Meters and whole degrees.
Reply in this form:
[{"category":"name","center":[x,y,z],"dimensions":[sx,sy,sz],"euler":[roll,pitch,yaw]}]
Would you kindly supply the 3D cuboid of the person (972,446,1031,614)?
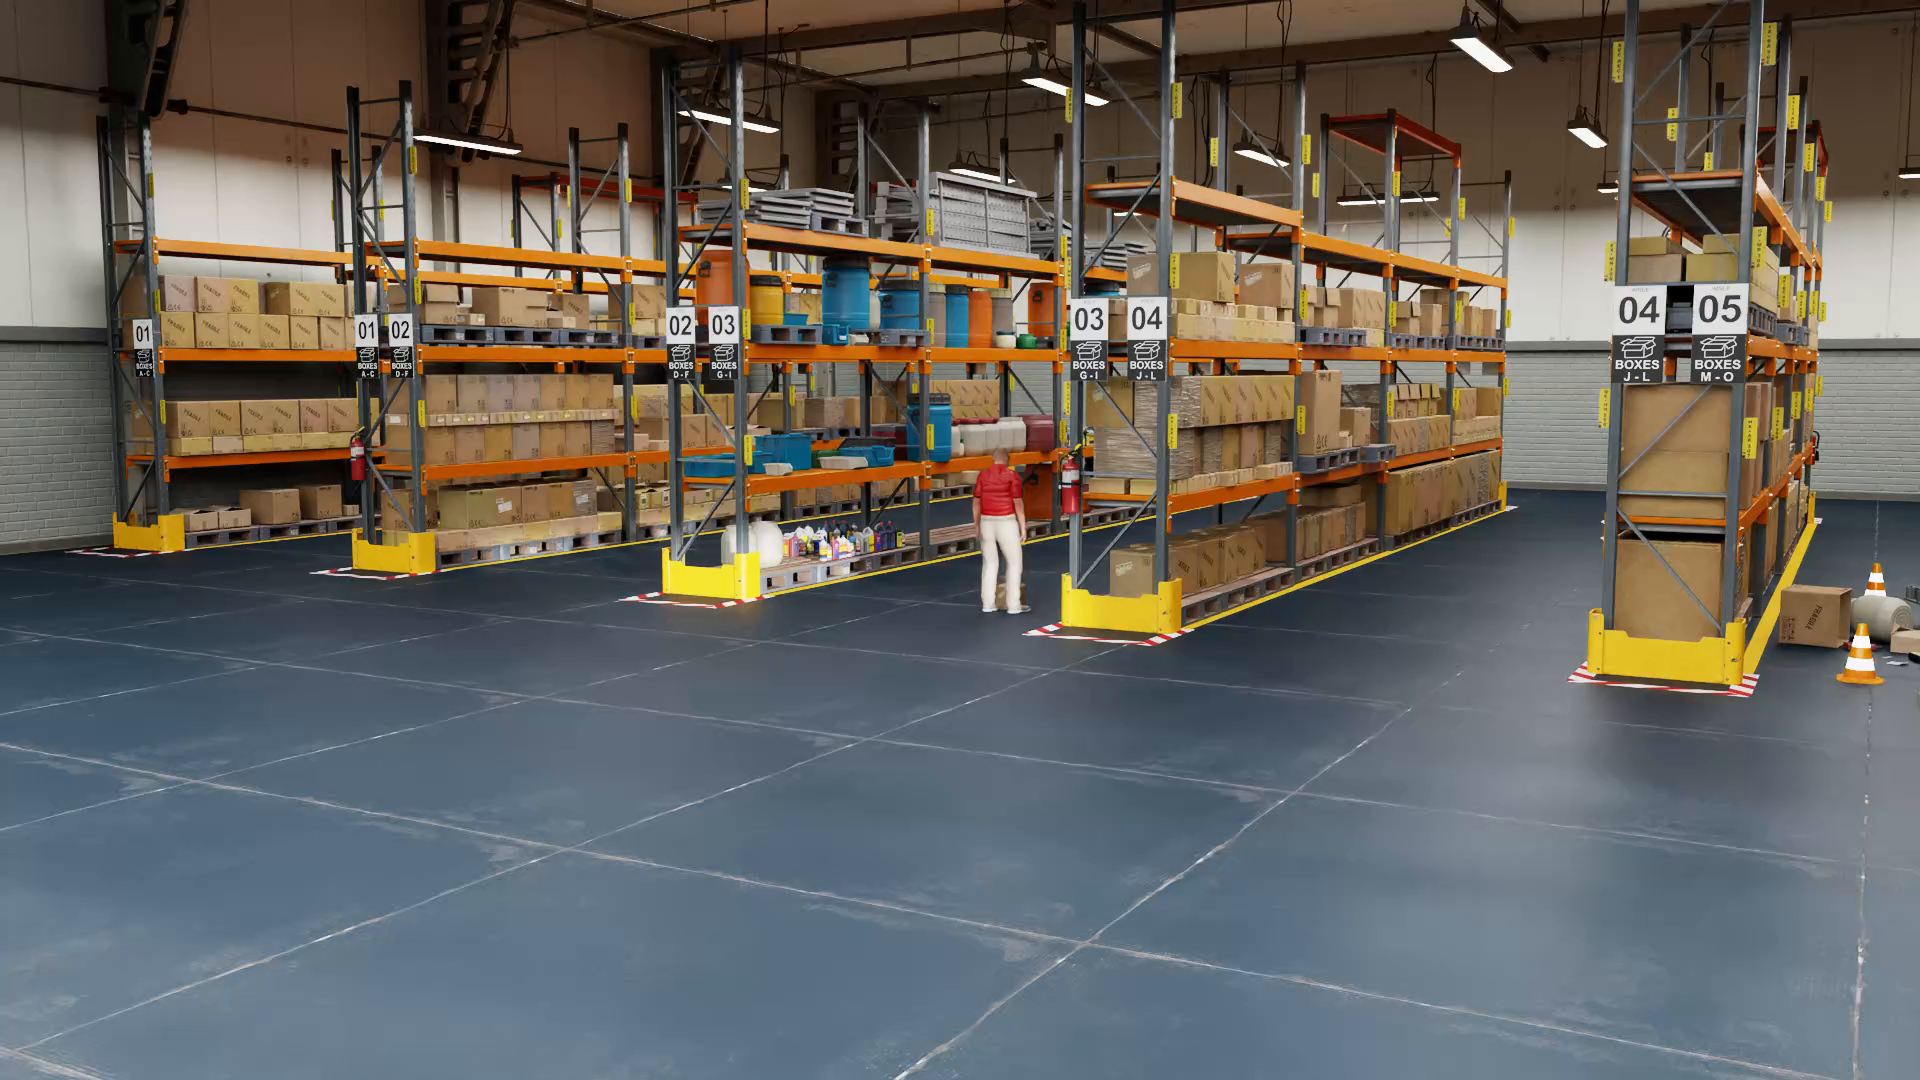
[{"category":"person","center":[0.419,-0.108,17.253],"dimensions":[0.587,1.725,0.392],"euler":[3,7,26]}]
